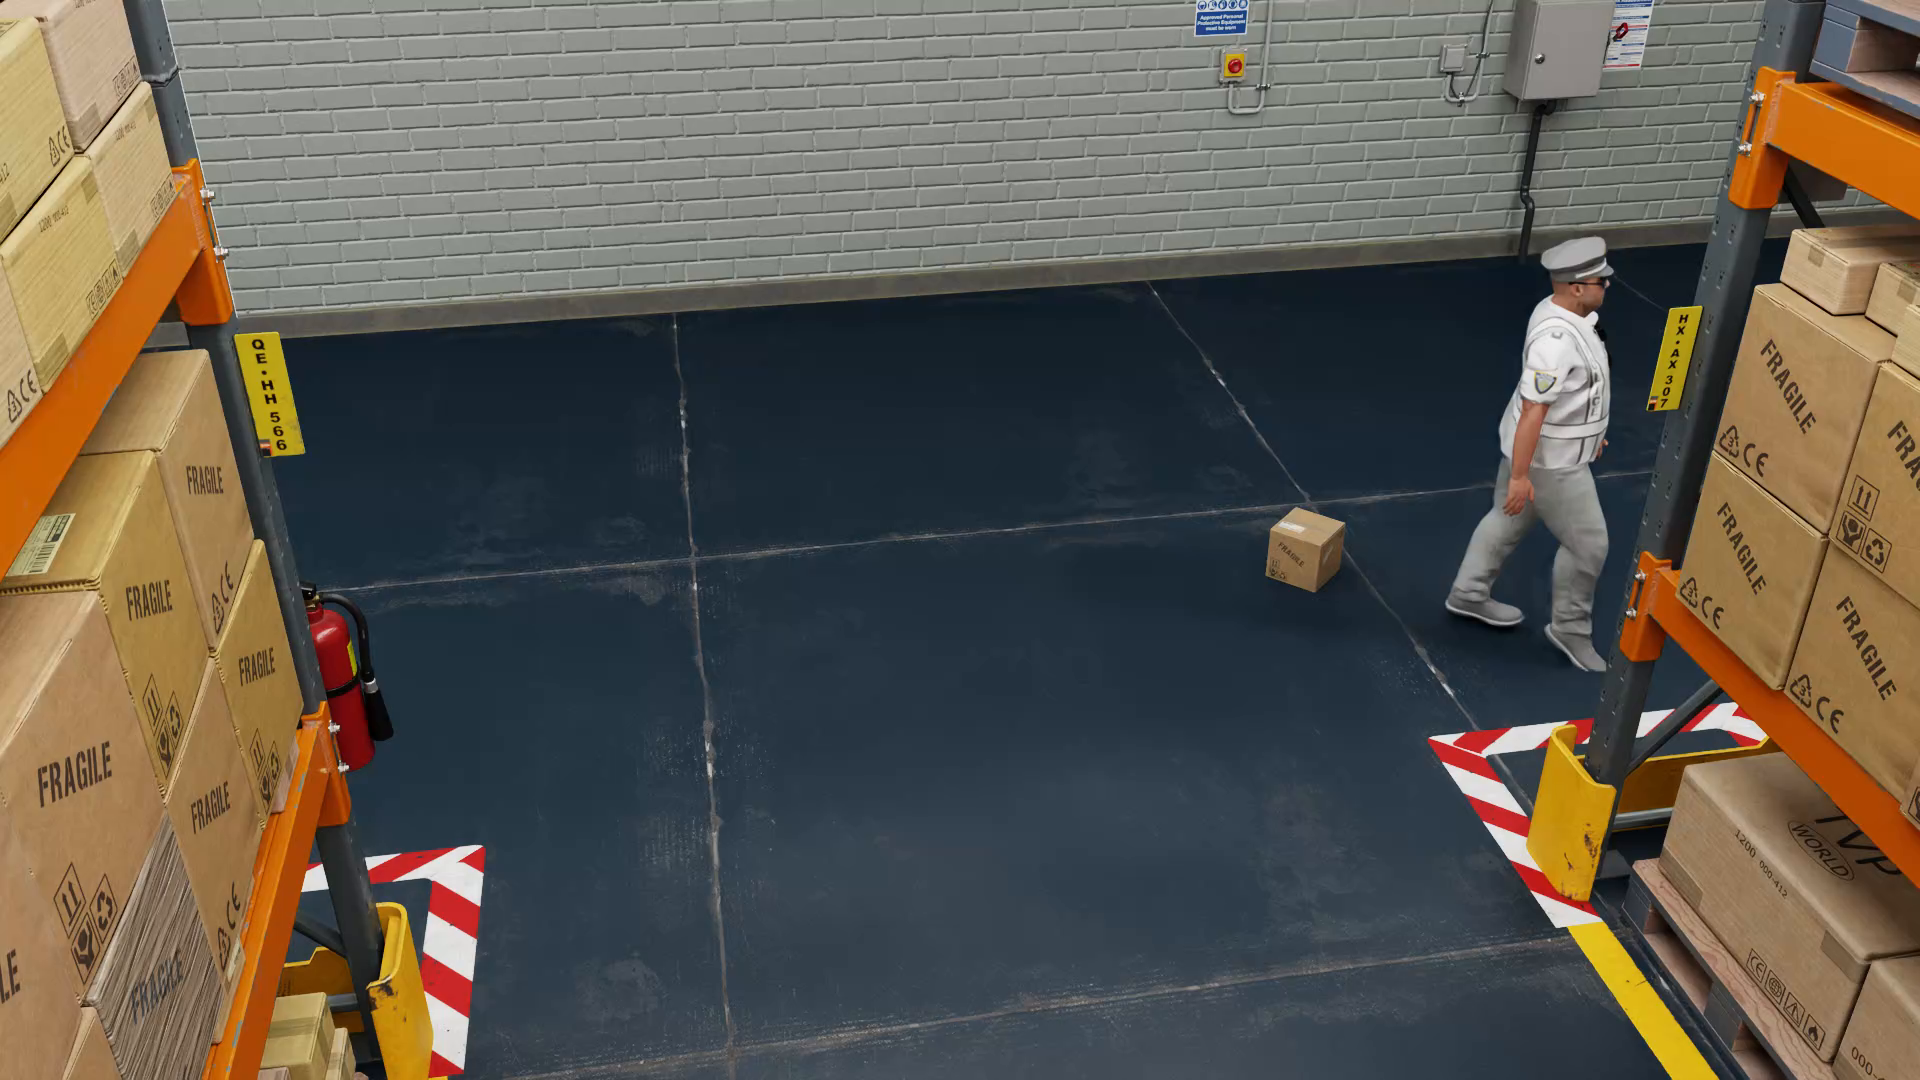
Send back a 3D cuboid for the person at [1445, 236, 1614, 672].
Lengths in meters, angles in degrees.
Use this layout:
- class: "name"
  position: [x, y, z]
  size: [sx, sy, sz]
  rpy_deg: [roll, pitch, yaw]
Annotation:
- class: "person"
  position: [2.435, -0.335, 6.713]
  size: [0.683, 1.840, 0.590]
  rpy_deg: [7, 31, 12]
